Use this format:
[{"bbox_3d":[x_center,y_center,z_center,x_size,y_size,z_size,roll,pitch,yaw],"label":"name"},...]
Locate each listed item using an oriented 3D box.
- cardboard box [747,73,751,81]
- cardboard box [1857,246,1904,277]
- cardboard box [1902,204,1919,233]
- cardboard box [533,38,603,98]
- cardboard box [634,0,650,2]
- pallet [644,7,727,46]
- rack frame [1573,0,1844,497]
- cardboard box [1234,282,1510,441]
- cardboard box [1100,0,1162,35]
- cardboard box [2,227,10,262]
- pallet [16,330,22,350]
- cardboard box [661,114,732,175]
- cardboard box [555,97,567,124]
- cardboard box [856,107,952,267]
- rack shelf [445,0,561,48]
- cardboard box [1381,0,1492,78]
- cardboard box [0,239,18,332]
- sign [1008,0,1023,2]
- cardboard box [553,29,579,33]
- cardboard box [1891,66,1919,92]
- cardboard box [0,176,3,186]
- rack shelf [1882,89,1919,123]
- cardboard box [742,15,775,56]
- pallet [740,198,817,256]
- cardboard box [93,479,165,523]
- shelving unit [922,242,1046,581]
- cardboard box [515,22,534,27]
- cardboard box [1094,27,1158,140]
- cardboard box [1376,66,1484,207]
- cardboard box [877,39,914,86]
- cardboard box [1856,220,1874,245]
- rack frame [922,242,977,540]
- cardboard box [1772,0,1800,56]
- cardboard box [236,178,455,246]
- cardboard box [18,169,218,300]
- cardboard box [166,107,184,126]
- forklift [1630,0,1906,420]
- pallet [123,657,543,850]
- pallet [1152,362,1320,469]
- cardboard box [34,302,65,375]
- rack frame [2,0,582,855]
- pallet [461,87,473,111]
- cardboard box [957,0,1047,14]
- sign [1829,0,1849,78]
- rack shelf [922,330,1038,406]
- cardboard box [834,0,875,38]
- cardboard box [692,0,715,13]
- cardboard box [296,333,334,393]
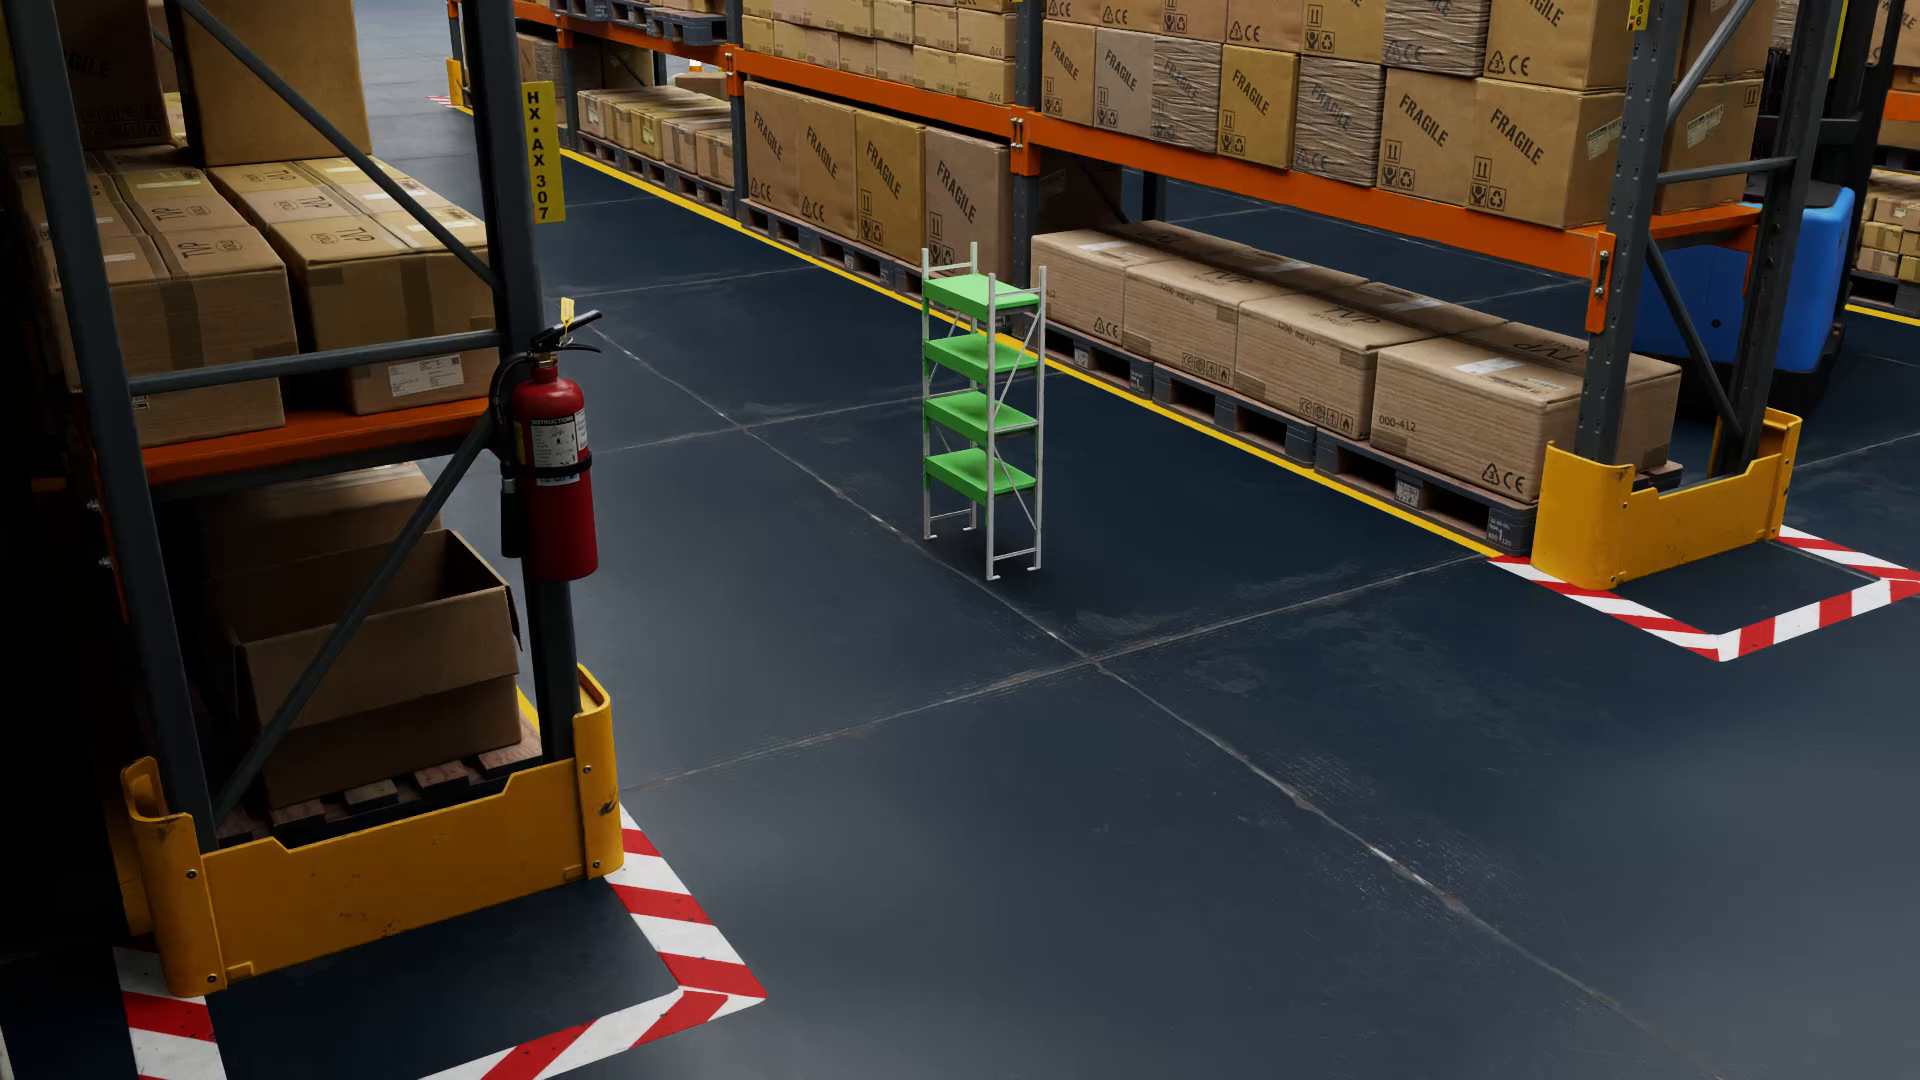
[{"bbox_3d":[-2.293,-5.302,19.189,0.637,0.503,0.797,8,23,18],"label":"cardboard box"},{"bbox_3d":[5.839,-1.756,10.377,0.380,0.149,0.250,-12,25,-27],"label":"cardboard box"},{"bbox_3d":[5.939,-1.942,10.044,0.380,0.149,0.250,-12,25,-26],"label":"cardboard box"},{"bbox_3d":[-3.856,-4.654,16.375,0.500,0.500,0.500,-13,25,-29],"label":"cardboard box"},{"bbox_3d":[-2.509,-4.576,13.862,0.380,0.149,0.250,-14,26,-30],"label":"cardboard box"},{"bbox_3d":[-1.736,-4.072,13.101,1.213,0.211,1.003,-13,25,-28],"label":"pallet"},{"bbox_3d":[2.807,-1.361,6.177,1.000,3.000,0.127,-13,25,-28],"label":"rack frame"},{"bbox_3d":[1.909,-0.858,7.783,0.875,0.438,0.875,-12,25,-27],"label":"cardboard box"},{"bbox_3d":[1.051,-2.800,8.256,0.500,0.500,0.500,-13,25,-29],"label":"cardboard box"},{"bbox_3d":[-4.636,-1.512,8.447,0.380,0.149,0.250,-12,25,-27],"label":"cardboard box"},{"bbox_3d":[-5.196,-1.454,10.109,1.003,0.211,1.213,-13,25,-28],"label":"pallet"},{"bbox_3d":[-1.944,-3.350,14.002,0.950,0.372,0.625,-13,26,-29],"label":"cardboard box"},{"bbox_3d":[-3.856,-4.306,16.516,0.500,0.250,0.500,-11,25,-26],"label":"cardboard box"},{"bbox_3d":[-0.090,-2.342,10.855,0.875,0.875,0.875,-12,25,-27],"label":"cardboard box"},{"bbox_3d":[-4.345,-5.560,17.462,1.077,0.370,4.000,-13,25,-28],"label":"rack shelf"},{"bbox_3d":[2.063,-2.144,6.643,0.500,0.500,0.500,-13,25,-28],"label":"cardboard box"},{"bbox_3d":[-4.793,-1.343,8.894,0.500,0.500,0.500,-14,26,-30],"label":"cardboard box"},{"bbox_3d":[0.302,-3.048,8.895,0.100,0.325,0.005,-13,25,-28],"label":"sign"},{"bbox_3d":[-3.939,-5.096,17.463,0.500,0.500,0.500,-11,25,-25],"label":"cardboard box"},{"bbox_3d":[5.869,-2.797,10.044,0.380,0.149,0.250,-12,25,-27],"label":"cardboard box"},{"bbox_3d":[-3.481,-1.556,6.460,0.500,0.250,0.500,-13,25,-29],"label":"cardboard box"},{"bbox_3d":[5.989,-2.660,10.328,1.077,0.370,4.000,-13,25,-28],"label":"rack shelf"},{"bbox_3d":[-1.246,-3.675,12.067,0.500,0.250,0.500,-13,26,-29],"label":"cardboard box"},{"bbox_3d":[-0.942,-2.389,12.409,1.003,0.211,1.213,-13,25,-28],"label":"pallet"},{"bbox_3d":[-3.146,-0.174,6.485,0.380,0.149,0.250,-13,25,-29],"label":"cardboard box"},{"bbox_3d":[0.085,-0.502,6.454,0.258,1.200,0.503,-13,25,-28],"label":"shelving unit"},{"bbox_3d":[-4.909,-5.318,18.010,0.500,0.500,0.500,-14,26,-30],"label":"cardboard box"},{"bbox_3d":[1.031,-2.336,8.443,0.500,0.500,0.500,-12,25,-28],"label":"cardboard box"},{"bbox_3d":[2.089,-1.678,6.824,0.500,0.500,0.500,-13,26,-29],"label":"cardboard box"},{"bbox_3d":[-0.183,-3.015,10.446,0.500,0.250,0.500,-13,26,-30],"label":"cardboard box"},{"bbox_3d":[5.673,-1.977,10.525,0.380,0.149,0.250,-12,25,-28],"label":"cardboard box"},{"bbox_3d":[-0.040,-0.581,6.648,0.240,1.200,0.015,-13,25,-28],"label":"rack frame"},{"bbox_3d":[5.489,-3.287,10.388,0.500,0.500,0.500,-13,26,-29],"label":"cardboard box"},{"bbox_3d":[-1.717,-0.835,4.687,0.500,0.250,0.500,-12,25,-28],"label":"cardboard box"},{"bbox_3d":[-2.433,-0.900,4.846,0.500,0.250,0.500,-12,25,-27],"label":"cardboard box"},{"bbox_3d":[-2.763,-1.491,6.300,0.500,0.250,0.500,-13,25,-28],"label":"cardboard box"},{"bbox_3d":[4.385,-2.447,8.938,1.130,2.935,3.031,12,25,28],"label":"forklift"},{"bbox_3d":[-1.906,0.604,5.045,1.003,0.211,1.213,-13,25,-28],"label":"pallet"},{"bbox_3d":[1.712,-0.708,8.272,1.003,0.211,1.213,-13,25,-28],"label":"pallet"},{"bbox_3d":[-2.323,-0.582,4.593,0.380,0.149,0.250,-13,25,-28],"label":"cardboard box"},{"bbox_3d":[-1.459,-0.405,3.825,1.000,3.000,0.127,-13,25,-28],"label":"rack frame"},{"bbox_3d":[-4.943,-4.954,18.720,1.003,0.211,1.213,-13,25,-28],"label":"pallet"},{"bbox_3d":[0.319,-3.262,9.392,0.500,0.500,0.500,-12,25,-27],"label":"cardboard box"},{"bbox_3d":[3.287,-1.904,6.257,0.100,0.325,0.005,-13,25,-28],"label":"sign"},{"bbox_3d":[0.085,-0.665,6.387,0.258,0.148,0.480,-13,25,-28],"label":"rack shelf"},{"bbox_3d":[-0.479,-3.403,10.737,0.500,0.250,0.500,-12,25,-27],"label":"cardboard box"},{"bbox_3d":[-1.849,-4.163,12.845,0.380,0.149,0.250,-12,25,-27],"label":"cardboard box"},{"bbox_3d":[-1.560,-0.521,4.444,0.380,0.149,0.250,-12,25,-27],"label":"cardboard box"}]
